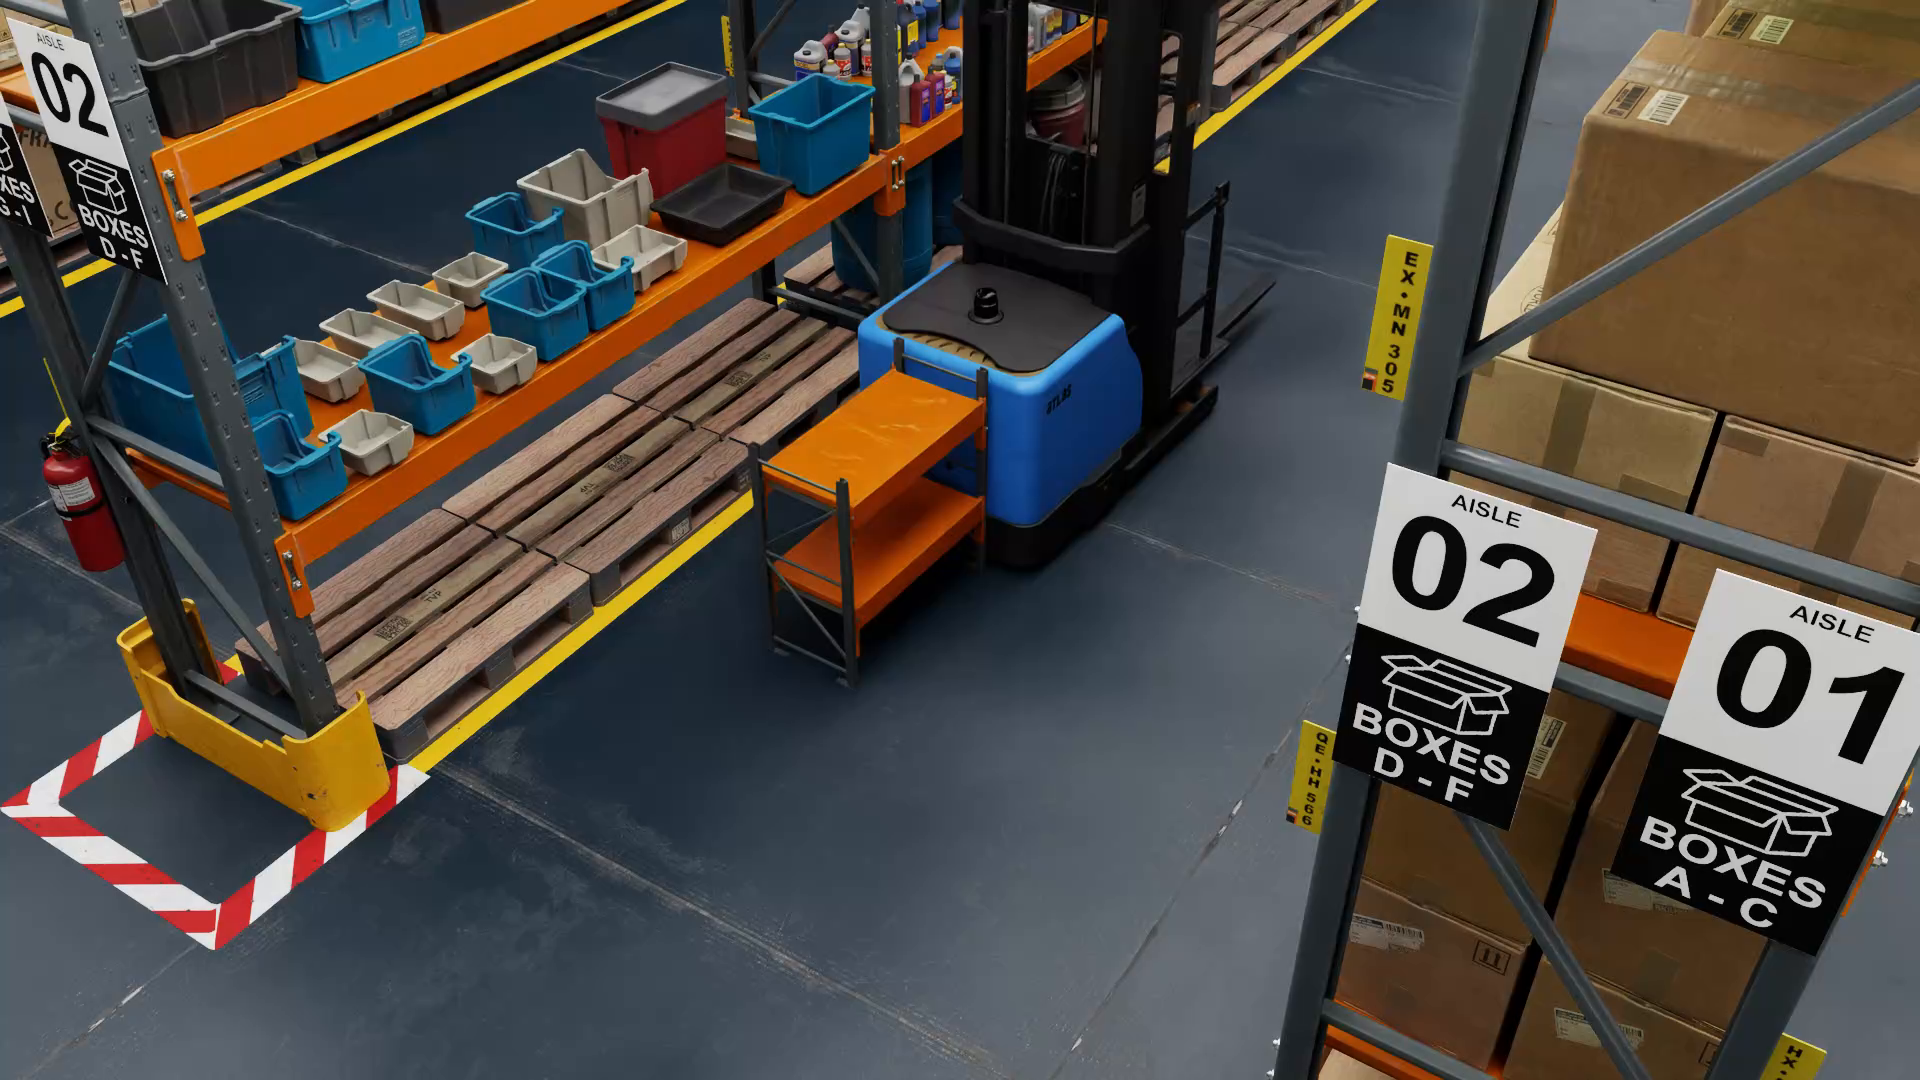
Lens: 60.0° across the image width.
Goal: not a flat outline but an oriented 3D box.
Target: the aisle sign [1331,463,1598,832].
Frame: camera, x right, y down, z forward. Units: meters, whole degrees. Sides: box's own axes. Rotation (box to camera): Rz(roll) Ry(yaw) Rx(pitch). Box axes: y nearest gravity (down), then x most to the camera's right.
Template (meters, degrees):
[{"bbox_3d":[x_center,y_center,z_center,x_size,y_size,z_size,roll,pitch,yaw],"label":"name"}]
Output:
[{"bbox_3d":[0.976,0.231,3.304,0.394,0.787,0.004,21,42,25],"label":"aisle sign"}]

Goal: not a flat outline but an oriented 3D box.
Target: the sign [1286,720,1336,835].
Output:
[{"bbox_3d":[0.814,0.550,3.812,0.100,0.325,0.005,21,42,25],"label":"sign"}]

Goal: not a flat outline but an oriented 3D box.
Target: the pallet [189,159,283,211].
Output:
[{"bbox_3d":[-5.421,-2.508,11.270,1.003,0.211,1.213,21,42,25],"label":"pallet"}]

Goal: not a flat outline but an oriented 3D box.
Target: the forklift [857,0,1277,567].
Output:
[{"bbox_3d":[0.749,-1.893,8.245,1.130,2.935,3.031,23,43,26],"label":"forklift"}]

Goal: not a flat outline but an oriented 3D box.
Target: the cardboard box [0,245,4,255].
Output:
[{"bbox_3d":[-6.328,-2.067,9.810,0.875,0.875,0.875,21,42,25],"label":"cardboard box"}]

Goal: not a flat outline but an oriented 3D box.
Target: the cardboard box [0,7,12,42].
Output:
[{"bbox_3d":[-5.786,-2.933,9.417,0.500,0.250,0.500,20,42,24],"label":"cardboard box"}]

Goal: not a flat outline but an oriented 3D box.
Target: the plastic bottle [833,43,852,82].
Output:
[{"bbox_3d":[-0.666,-2.707,9.407,0.097,0.201,0.097,0,38,0],"label":"plastic bottle"}]

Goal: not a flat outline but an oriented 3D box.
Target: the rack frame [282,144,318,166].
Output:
[{"bbox_3d":[-4.948,-3.979,10.894,1.000,3.000,0.127,21,42,25],"label":"rack frame"}]

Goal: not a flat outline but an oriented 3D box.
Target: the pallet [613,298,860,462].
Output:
[{"bbox_3d":[-1.127,-0.863,9.136,1.003,0.211,1.213,21,42,25],"label":"pallet"}]

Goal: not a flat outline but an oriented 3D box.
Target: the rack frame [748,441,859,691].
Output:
[{"bbox_3d":[-0.661,0.128,7.102,0.500,1.125,0.032,23,43,26],"label":"rack frame"}]

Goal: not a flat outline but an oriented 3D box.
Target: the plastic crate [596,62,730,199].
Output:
[{"bbox_3d":[-1.456,-2.030,8.264,0.402,0.464,0.583,21,42,25],"label":"plastic crate"}]

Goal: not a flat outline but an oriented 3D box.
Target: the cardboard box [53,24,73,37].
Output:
[{"bbox_3d":[-5.386,-3.085,9.940,0.380,0.149,0.250,22,43,26],"label":"cardboard box"}]

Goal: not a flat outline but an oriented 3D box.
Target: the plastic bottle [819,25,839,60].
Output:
[{"bbox_3d":[-0.742,-2.756,9.403,0.061,0.283,0.133,21,42,25],"label":"plastic bottle"}]

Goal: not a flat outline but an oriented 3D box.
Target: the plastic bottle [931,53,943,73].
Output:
[{"bbox_3d":[-0.115,-2.614,9.286,0.097,0.201,0.097,0,38,0],"label":"plastic bottle"}]

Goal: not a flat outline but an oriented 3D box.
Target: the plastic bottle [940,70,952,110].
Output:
[{"bbox_3d":[-0.091,-2.464,9.092,0.097,0.201,0.097,0,38,0],"label":"plastic bottle"}]

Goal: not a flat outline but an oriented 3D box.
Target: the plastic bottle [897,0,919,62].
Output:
[{"bbox_3d":[-0.329,-2.968,9.624,0.144,0.351,0.185,21,42,25],"label":"plastic bottle"}]

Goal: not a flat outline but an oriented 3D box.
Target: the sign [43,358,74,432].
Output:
[{"bbox_3d":[-3.382,-0.533,6.290,0.100,0.325,0.005,21,42,25],"label":"sign"}]

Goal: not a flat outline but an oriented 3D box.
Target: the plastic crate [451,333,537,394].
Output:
[{"bbox_3d":[-1.893,-0.724,6.838,0.250,0.136,0.298,21,42,25],"label":"plastic crate"}]

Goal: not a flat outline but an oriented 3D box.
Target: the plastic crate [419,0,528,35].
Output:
[{"bbox_3d":[-1.858,-2.158,6.126,0.504,0.338,0.767,21,42,25],"label":"plastic crate"}]

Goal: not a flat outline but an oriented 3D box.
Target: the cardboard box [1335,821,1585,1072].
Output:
[{"bbox_3d":[1.282,0.966,4.398,0.500,0.500,0.500,23,43,26],"label":"cardboard box"}]

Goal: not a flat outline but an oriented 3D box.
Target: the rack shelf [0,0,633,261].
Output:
[{"bbox_3d":[-1.837,-2.231,6.759,1.077,0.370,4.000,21,42,25],"label":"rack shelf"}]

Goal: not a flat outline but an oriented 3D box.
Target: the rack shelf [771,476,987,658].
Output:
[{"bbox_3d":[-0.375,0.065,7.584,0.538,0.278,1.000,23,43,26],"label":"rack shelf"}]

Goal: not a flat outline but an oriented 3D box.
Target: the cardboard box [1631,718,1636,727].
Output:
[{"bbox_3d":[2.006,0.475,4.215,0.500,0.500,0.500,22,43,26],"label":"cardboard box"}]

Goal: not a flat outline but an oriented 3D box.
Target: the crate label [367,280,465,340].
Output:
[{"bbox_3d":[-2.329,-0.992,7.186,0.396,0.136,0.243,21,42,25],"label":"crate label"}]

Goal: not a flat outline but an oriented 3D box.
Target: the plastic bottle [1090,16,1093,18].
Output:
[{"bbox_3d":[0.788,-3.396,10.178,0.144,0.351,0.185,21,42,25],"label":"plastic bottle"}]

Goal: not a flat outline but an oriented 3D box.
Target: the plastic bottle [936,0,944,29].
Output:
[{"bbox_3d":[-0.165,-3.256,10.058,0.152,0.276,0.135,21,42,25],"label":"plastic bottle"}]

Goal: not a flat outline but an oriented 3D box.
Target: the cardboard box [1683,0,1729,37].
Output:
[{"bbox_3d":[2.050,-1.091,3.791,0.700,0.500,0.500,21,42,25],"label":"cardboard box"}]

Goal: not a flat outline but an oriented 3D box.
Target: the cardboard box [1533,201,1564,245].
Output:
[{"bbox_3d":[1.599,-0.607,3.777,0.500,0.250,0.500,21,42,25],"label":"cardboard box"}]

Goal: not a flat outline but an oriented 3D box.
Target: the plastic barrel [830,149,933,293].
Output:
[{"bbox_3d":[-0.460,-1.969,9.662,0.600,0.901,0.708,21,42,25],"label":"plastic barrel"}]

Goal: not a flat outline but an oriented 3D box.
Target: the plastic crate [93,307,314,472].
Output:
[{"bbox_3d":[-2.887,-0.568,6.392,0.616,0.435,0.499,21,42,25],"label":"plastic crate"}]

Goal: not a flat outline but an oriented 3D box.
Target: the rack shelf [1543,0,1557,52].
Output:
[{"bbox_3d":[2.343,-1.795,3.740,1.077,0.370,4.000,21,42,25],"label":"rack shelf"}]

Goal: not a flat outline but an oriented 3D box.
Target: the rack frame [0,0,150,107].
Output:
[{"bbox_3d":[-2.909,-2.673,4.286,1.000,3.000,0.127,21,42,25],"label":"rack frame"}]

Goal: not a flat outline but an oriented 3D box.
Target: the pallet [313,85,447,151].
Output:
[{"bbox_3d":[-4.598,-3.297,12.294,1.003,0.211,1.213,21,42,25],"label":"pallet"}]

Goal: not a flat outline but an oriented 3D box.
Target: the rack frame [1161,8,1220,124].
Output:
[{"bbox_3d":[1.377,-4.421,11.468,1.000,3.000,0.127,21,42,25],"label":"rack frame"}]

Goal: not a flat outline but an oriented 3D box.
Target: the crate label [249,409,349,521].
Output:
[{"bbox_3d":[-2.499,-0.274,6.176,0.416,0.233,0.303,21,42,25],"label":"crate label"}]

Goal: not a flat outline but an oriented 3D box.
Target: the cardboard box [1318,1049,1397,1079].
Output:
[{"bbox_3d":[1.355,1.780,5.110,0.500,0.500,0.500,21,42,25],"label":"cardboard box"}]

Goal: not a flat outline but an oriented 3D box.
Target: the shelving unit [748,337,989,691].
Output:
[{"bbox_3d":[-0.375,-0.129,7.435,0.538,1.125,1.048,23,43,26],"label":"shelving unit"}]

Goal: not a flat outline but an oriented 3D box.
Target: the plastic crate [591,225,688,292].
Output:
[{"bbox_3d":[-1.445,-1.282,7.563,0.293,0.136,0.466,21,42,25],"label":"plastic crate"}]

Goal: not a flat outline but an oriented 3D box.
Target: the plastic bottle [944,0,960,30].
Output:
[{"bbox_3d":[-0.050,-3.223,10.019,0.097,0.271,0.097,0,38,0],"label":"plastic bottle"}]

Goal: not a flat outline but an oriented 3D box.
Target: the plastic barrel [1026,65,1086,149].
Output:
[{"bbox_3d":[0.524,-2.792,10.986,0.600,0.588,0.708,21,42,25],"label":"plastic barrel"}]

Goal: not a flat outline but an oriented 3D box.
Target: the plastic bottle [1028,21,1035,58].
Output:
[{"bbox_3d":[0.385,-2.922,9.686,0.097,0.201,0.097,0,38,0],"label":"plastic bottle"}]

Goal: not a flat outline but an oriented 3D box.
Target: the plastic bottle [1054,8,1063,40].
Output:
[{"bbox_3d":[0.562,-3.120,9.885,0.097,0.271,0.097,0,38,0],"label":"plastic bottle"}]

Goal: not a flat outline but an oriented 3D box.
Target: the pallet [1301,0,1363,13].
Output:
[{"bbox_3d":[3.132,-4.961,14.452,1.003,0.211,1.213,21,42,25],"label":"pallet"}]

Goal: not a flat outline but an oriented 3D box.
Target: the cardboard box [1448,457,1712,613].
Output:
[{"bbox_3d":[1.324,-0.154,3.599,0.500,0.250,0.500,21,42,25],"label":"cardboard box"}]
